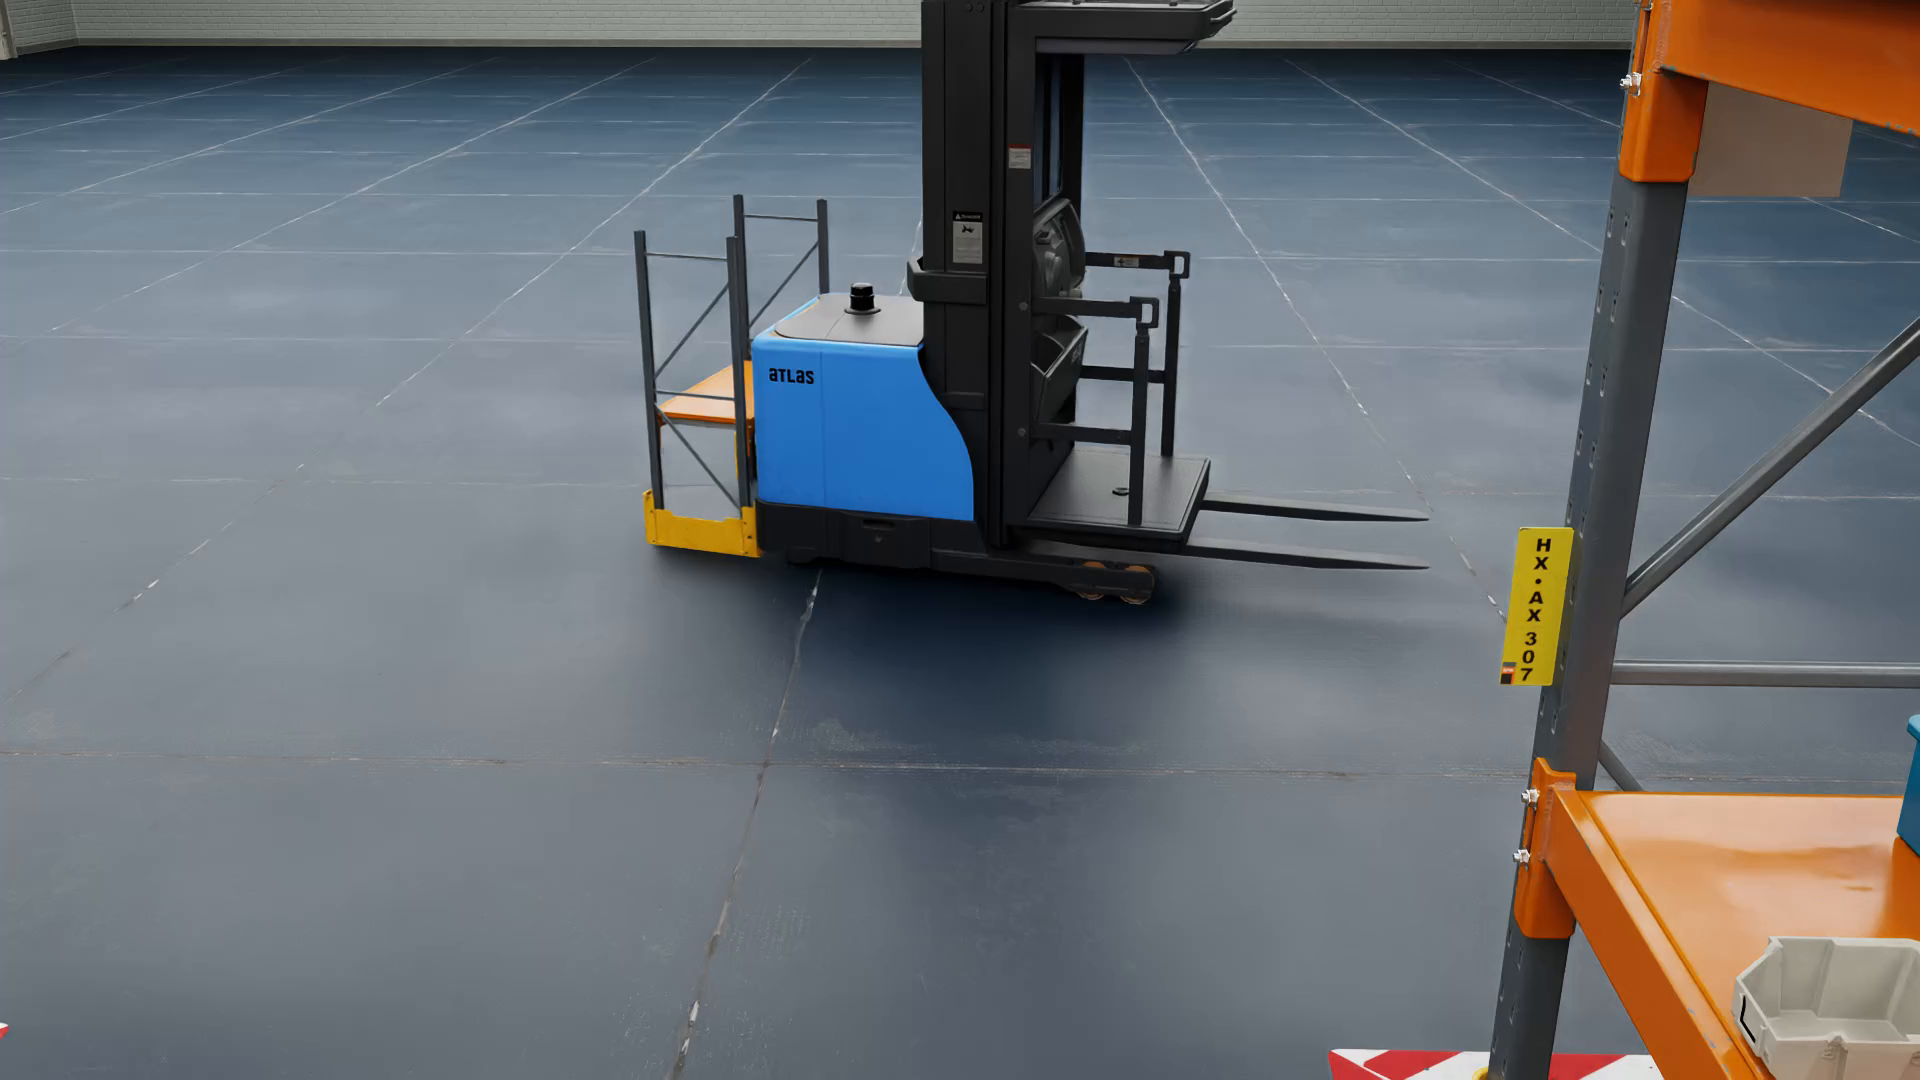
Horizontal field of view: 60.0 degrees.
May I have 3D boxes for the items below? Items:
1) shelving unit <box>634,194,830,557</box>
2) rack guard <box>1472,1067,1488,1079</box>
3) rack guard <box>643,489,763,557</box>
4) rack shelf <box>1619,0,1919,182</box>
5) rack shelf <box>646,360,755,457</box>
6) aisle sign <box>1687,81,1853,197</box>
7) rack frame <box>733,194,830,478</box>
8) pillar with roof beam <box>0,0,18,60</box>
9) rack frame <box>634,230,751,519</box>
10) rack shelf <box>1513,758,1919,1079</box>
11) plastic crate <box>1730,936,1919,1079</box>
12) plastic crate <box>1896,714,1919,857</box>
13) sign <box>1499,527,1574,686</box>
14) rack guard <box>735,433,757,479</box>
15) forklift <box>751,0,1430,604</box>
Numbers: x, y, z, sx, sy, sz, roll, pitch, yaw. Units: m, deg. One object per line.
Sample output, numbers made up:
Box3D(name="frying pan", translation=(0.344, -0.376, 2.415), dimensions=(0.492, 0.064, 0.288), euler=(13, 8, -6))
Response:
Box3D(name="shelving unit", translation=(-1.063, -0.834, 8.105), dimensions=(0.587, 1.500, 1.083), euler=(7, 22, 17))
Box3D(name="rack guard", translation=(1.691, 1.459, 3.578), dimensions=(1.175, 0.500, 0.348), euler=(1, 21, 2))
Box3D(name="rack guard", translation=(-1.221, -0.080, 7.890), dimensions=(0.587, 0.250, 0.087), euler=(7, 22, 17))
Box3D(name="rack shelf", translation=(1.586, -0.074, 0.921), dimensions=(1.077, 0.370, 4.000), euler=(1, 21, 2))
Box3D(name="rack shelf", translation=(-1.060, -0.669, 8.178), dimensions=(0.538, 0.185, 1.000), euler=(7, 22, 17))
Box3D(name="aisle sign", translation=(1.356, -0.976, 2.803), dimensions=(0.394, 0.787, 0.004), euler=(1, 21, 2))
Box3D(name="rack frame", translation=(-0.899, -1.011, 8.562), dimensions=(0.500, 1.500, 0.032), euler=(7, 22, 17))
Box3D(name="pillar with roof beam", translation=(-13.877, -13.306, 29.881), dimensions=(9.100, 9.000, 0.400), euler=(1, 21, 2))
Box3D(name="rack frame", translation=(-1.221, -0.663, 7.663), dimensions=(0.500, 1.500, 0.032), euler=(7, 22, 17))
Box3D(name="rack shelf", translation=(1.586, 1.324, 1.464), dimensions=(1.077, 0.370, 4.000), euler=(1, 21, 2))
Box3D(name="plastic crate", translation=(1.298, 0.709, 2.420), dimensions=(0.298, 0.136, 0.250), euler=(1, 21, 2))
Box3D(name="plastic crate", translation=(1.931, 0.519, 2.750), dimensions=(0.499, 0.251, 0.616), euler=(1, 21, 2))
Box3D(name="sign", translation=(1.097, 0.129, 3.167), dimensions=(0.100, 0.325, 0.005), euler=(1, 21, 2))
Box3D(name="rack guard", translation=(-0.905, -0.422, 8.771), dimensions=(0.587, 0.250, 0.087), euler=(7, 22, 17))
Box3D(name="forklift", translation=(0.627, -1.297, 7.320), dimensions=(3.031, 2.935, 1.130), euler=(5, 22, 14))
